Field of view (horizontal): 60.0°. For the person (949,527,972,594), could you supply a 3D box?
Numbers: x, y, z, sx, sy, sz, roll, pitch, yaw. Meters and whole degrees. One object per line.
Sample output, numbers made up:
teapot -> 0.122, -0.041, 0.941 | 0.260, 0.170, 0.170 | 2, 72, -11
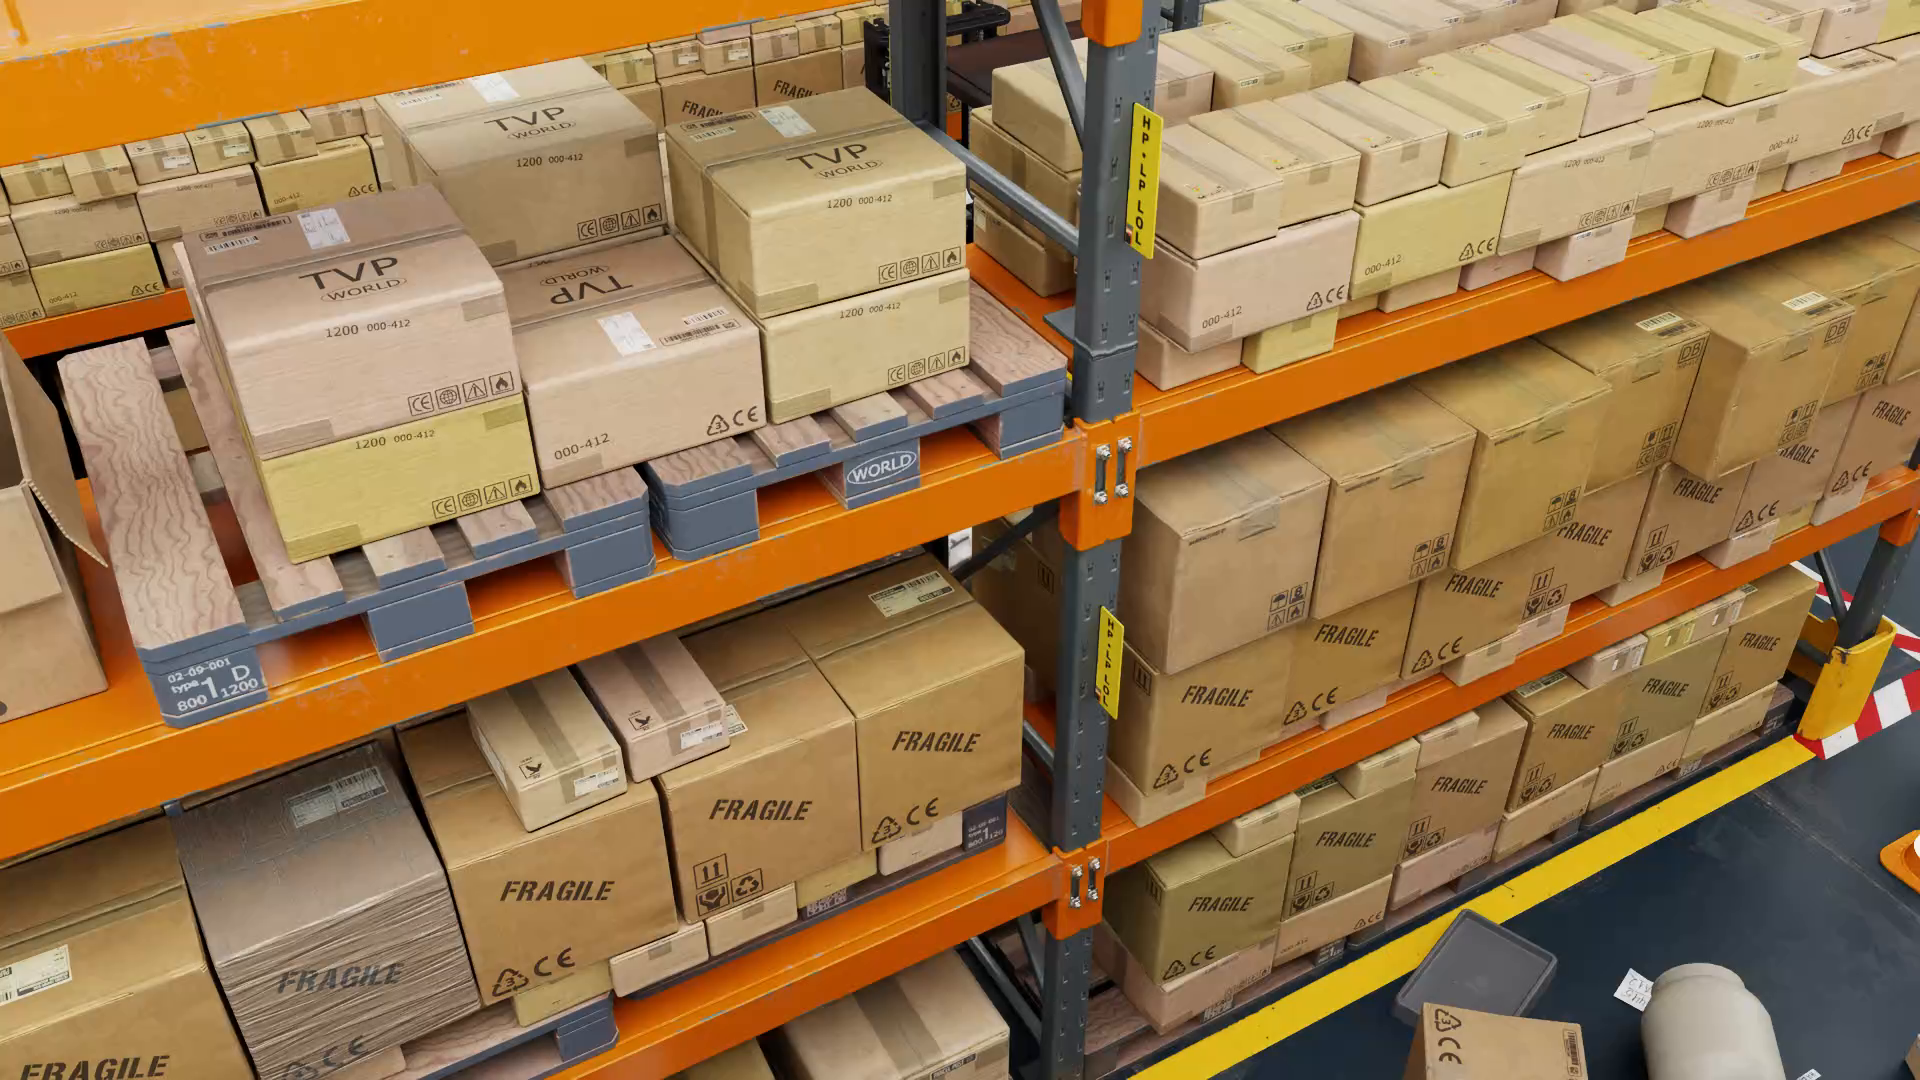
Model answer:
person -> -0.104, 0.319, 7.045 | 0.949, 1.014, 0.497 | -22, 42, -26
